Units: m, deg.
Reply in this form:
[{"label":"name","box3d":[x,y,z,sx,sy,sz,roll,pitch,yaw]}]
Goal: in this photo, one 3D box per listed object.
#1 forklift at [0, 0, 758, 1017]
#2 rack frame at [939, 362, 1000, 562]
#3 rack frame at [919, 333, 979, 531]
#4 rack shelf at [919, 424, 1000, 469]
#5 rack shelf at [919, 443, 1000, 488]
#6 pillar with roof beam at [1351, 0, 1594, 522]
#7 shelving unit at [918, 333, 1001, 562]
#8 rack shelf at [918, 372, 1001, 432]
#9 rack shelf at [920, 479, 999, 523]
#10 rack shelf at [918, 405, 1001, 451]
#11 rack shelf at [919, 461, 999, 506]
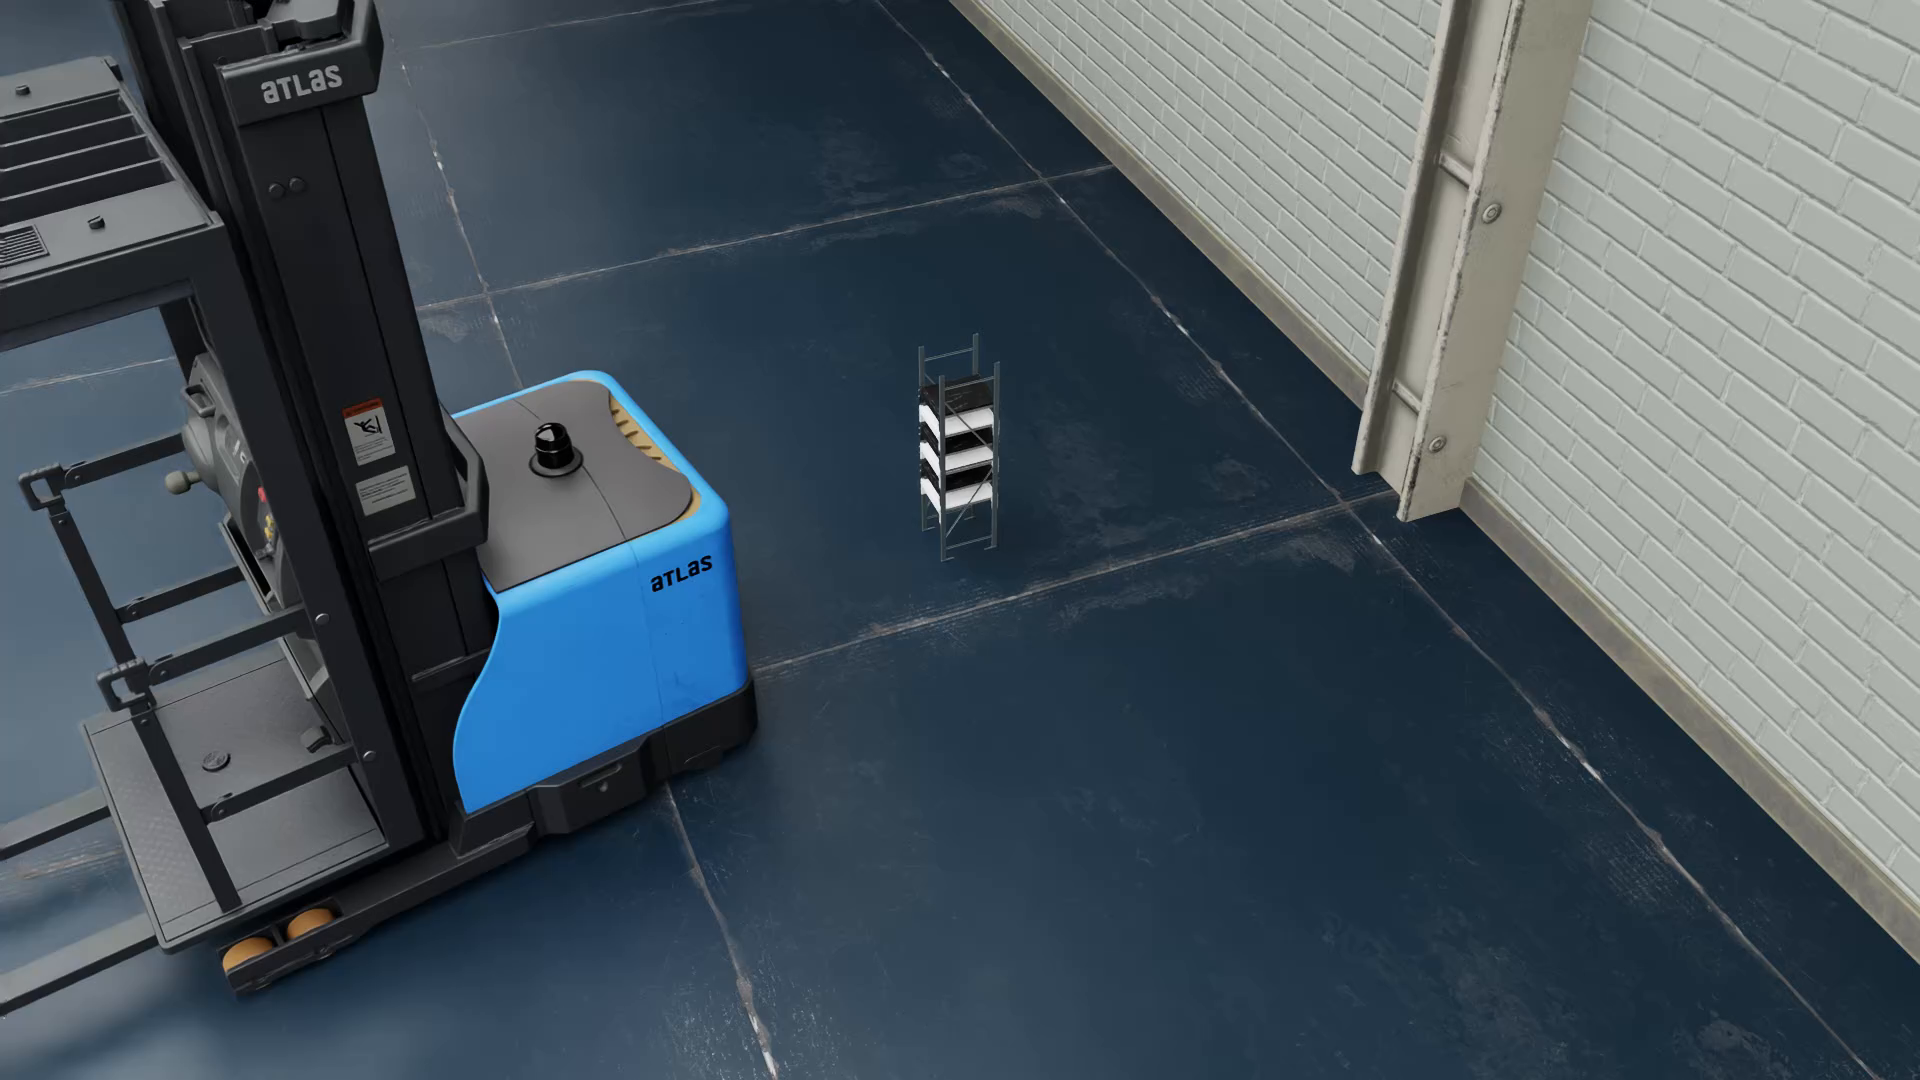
[{"label":"forklift","box3d":[-2.222,-0.117,4.639,3.031,2.935,1.130,-24,46,-25]},{"label":"rack frame","box3d":[0.036,-0.285,6.391,0.240,0.900,0.006,-15,43,-17]},{"label":"rack frame","box3d":[-0.042,-0.407,6.534,0.240,0.900,0.006,-15,43,-17]},{"label":"rack shelf","box3d":[-0.003,-0.389,6.425,0.258,0.077,0.200,-15,43,-17]},{"label":"rack shelf","box3d":[-0.003,-0.321,6.484,0.258,0.077,0.200,-15,43,-17]},{"label":"pillar with roof beam","box3d":[-2.090,-2.567,2.833,9.100,9.000,0.400,-15,43,-17]},{"label":"shelving unit","box3d":[-0.003,-0.346,6.462,0.258,0.900,0.210,-15,43,-17]},{"label":"rack shelf","box3d":[-0.003,-0.526,6.308,0.258,0.077,0.200,-15,43,-17]},{"label":"rack shelf","box3d":[-0.003,-0.184,6.601,0.258,0.077,0.200,-15,43,-17]},{"label":"rack shelf","box3d":[-0.003,-0.457,6.367,0.258,0.077,0.200,-15,43,-17]},{"label":"rack shelf","box3d":[-0.003,-0.253,6.543,0.258,0.077,0.200,-15,43,-17]}]
